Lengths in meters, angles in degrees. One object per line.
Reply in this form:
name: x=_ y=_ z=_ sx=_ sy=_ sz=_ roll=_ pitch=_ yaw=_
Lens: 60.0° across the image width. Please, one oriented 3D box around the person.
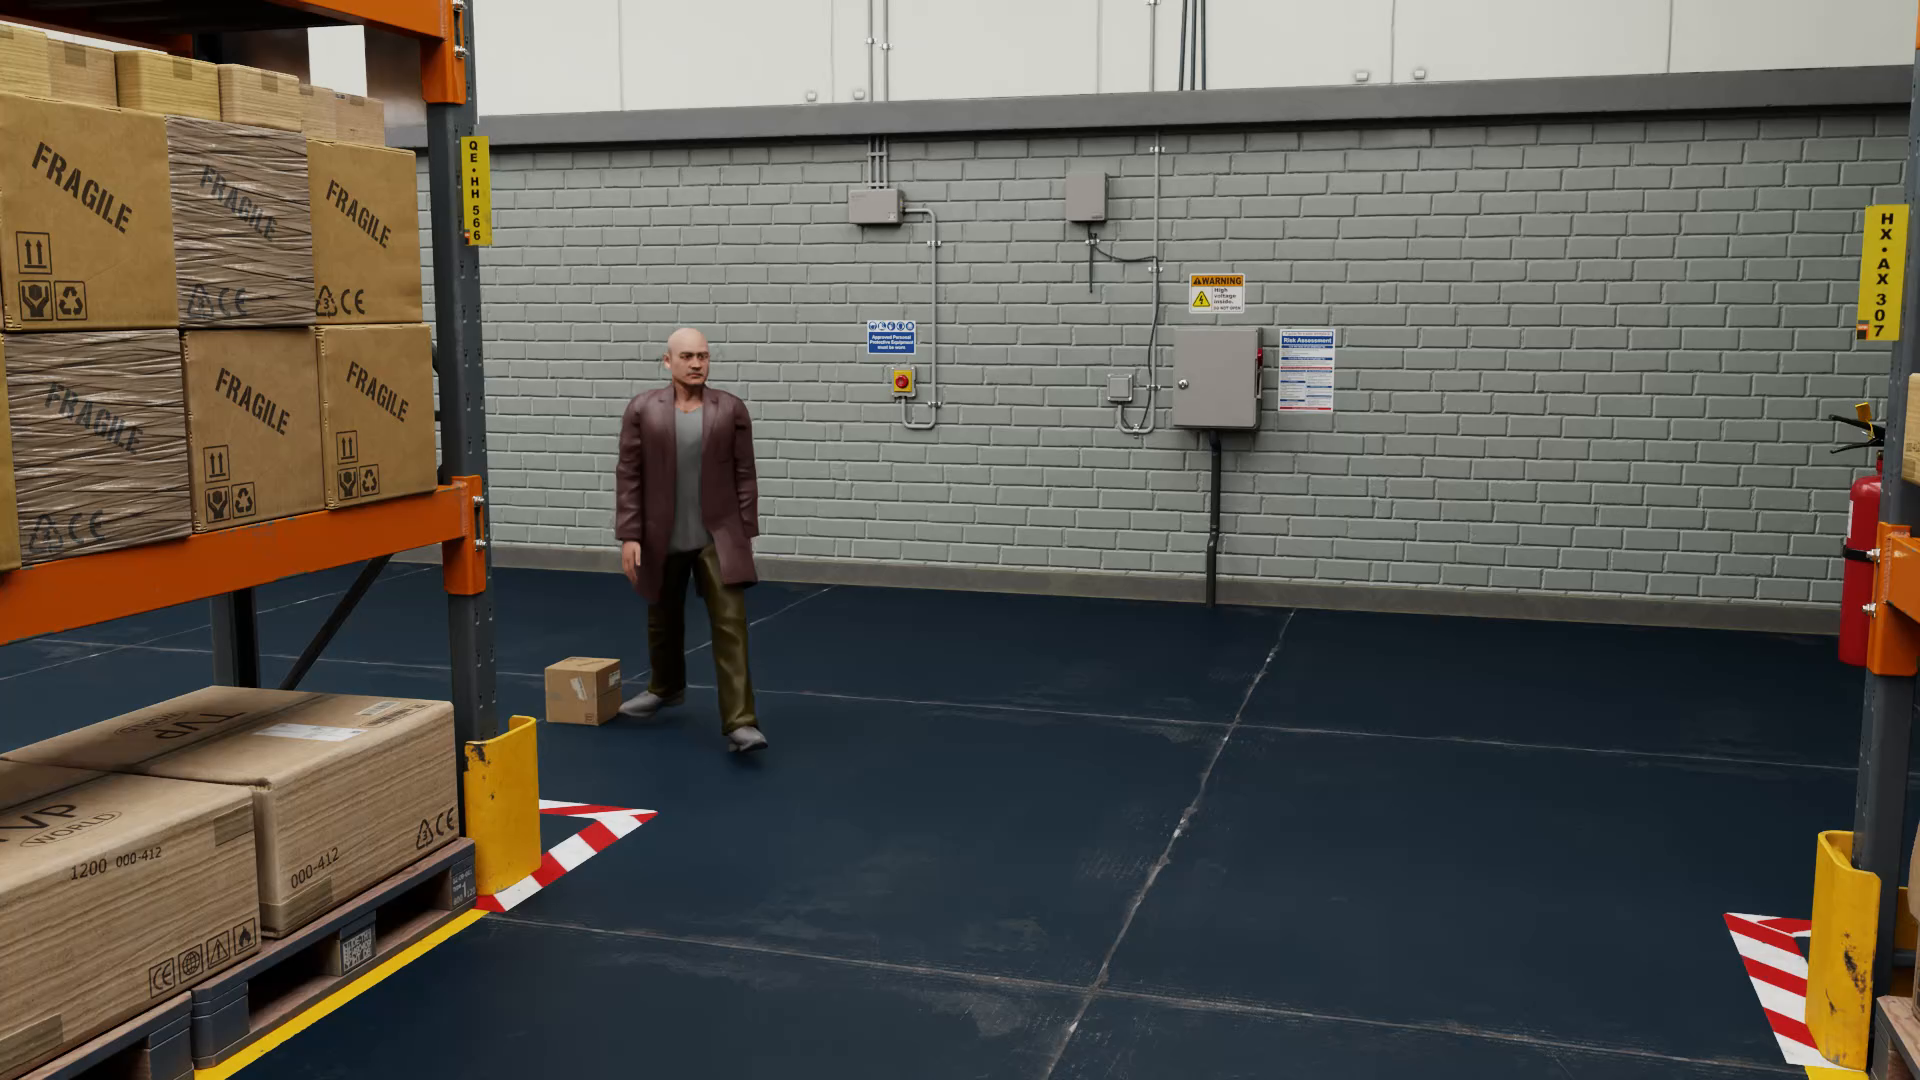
person: x=-1.145 y=-0.008 z=6.962 sx=0.652 sy=1.749 sz=1.006 roll=-1 pitch=8 yaw=-7
